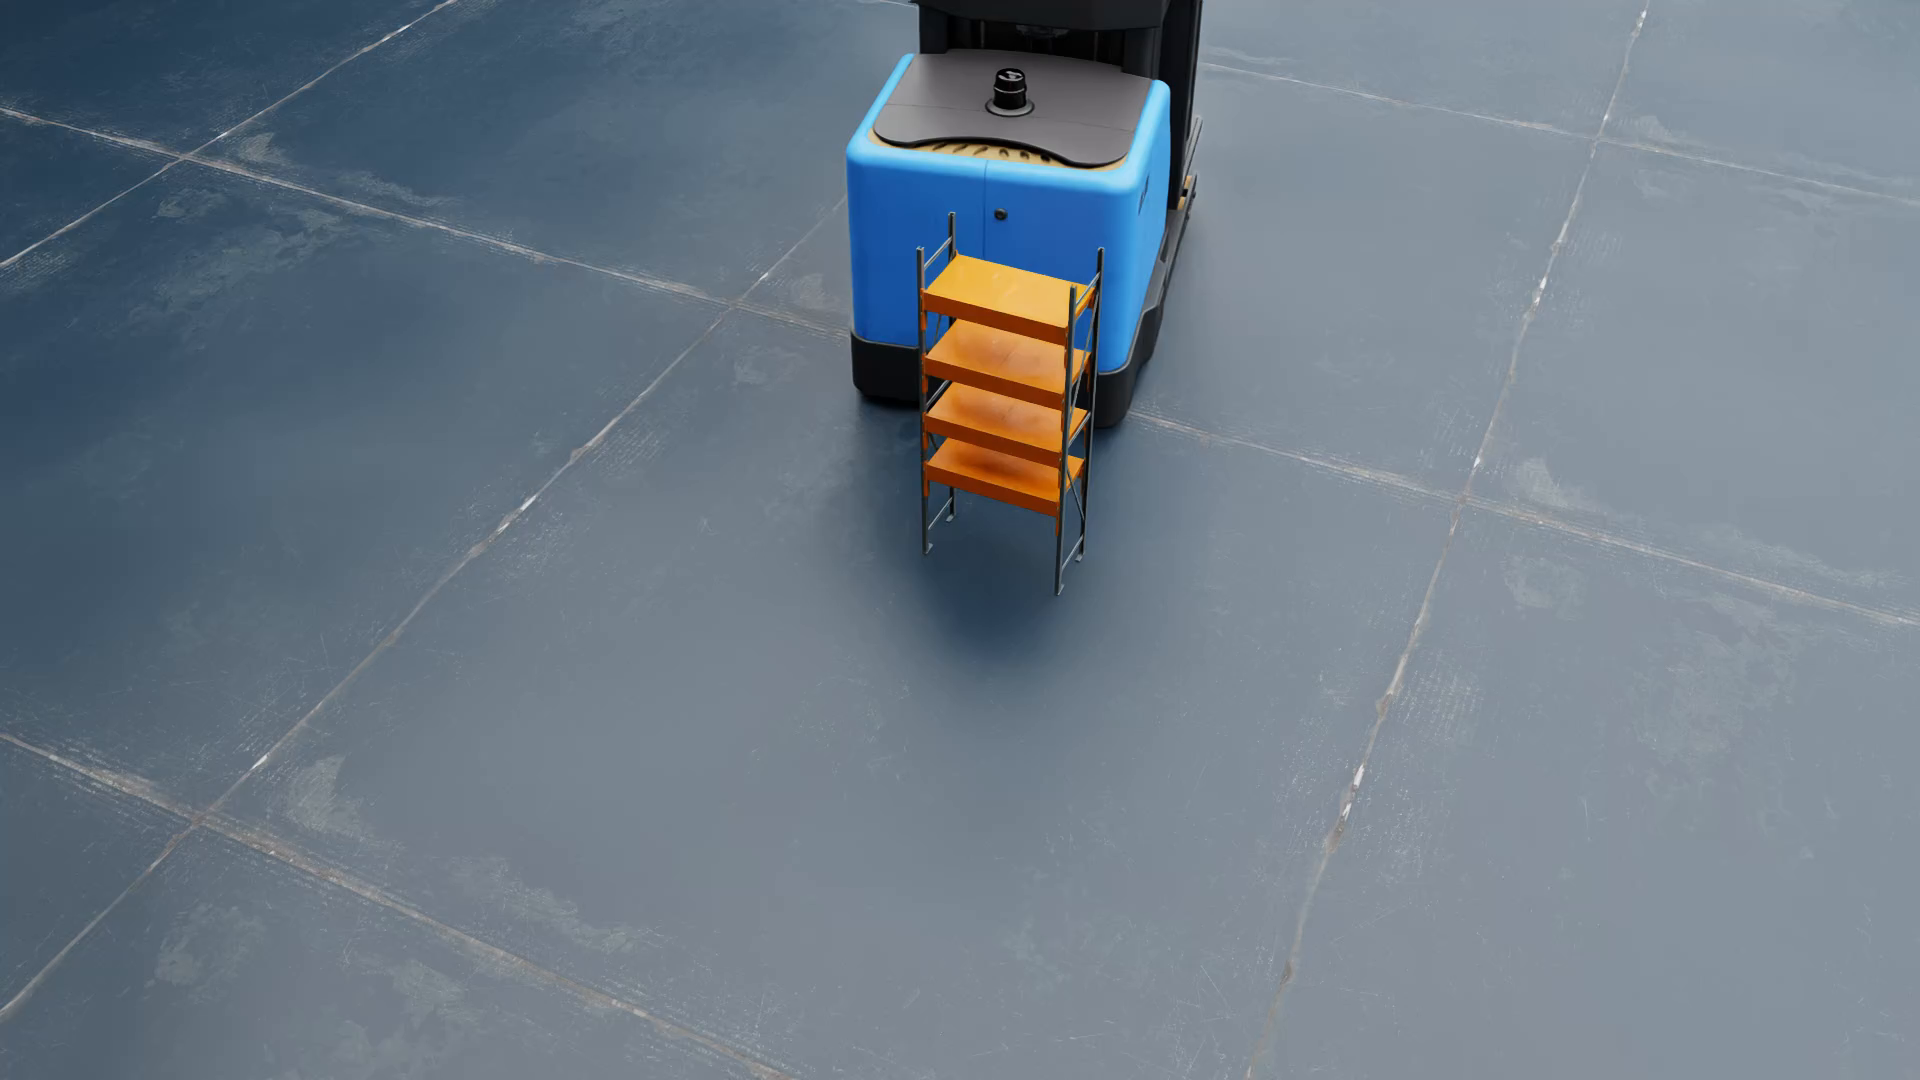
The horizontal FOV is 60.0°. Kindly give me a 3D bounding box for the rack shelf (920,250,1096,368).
[{"bbox_3d":[0.150,-0.705,5.047,0.480,0.148,0.258,17,44,19],"label":"rack shelf"}]

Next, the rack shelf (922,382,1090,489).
[{"bbox_3d":[0.150,-0.357,5.348,0.480,0.148,0.258,17,44,19],"label":"rack shelf"}]

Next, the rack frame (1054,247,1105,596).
[{"bbox_3d":[0.371,-0.340,5.226,0.015,1.200,0.240,17,44,19],"label":"rack frame"}]

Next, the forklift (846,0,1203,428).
[{"bbox_3d":[0.437,-2.496,6.392,1.130,2.935,3.031,9,42,10],"label":"forklift"}]

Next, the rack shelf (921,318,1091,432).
[{"bbox_3d":[0.150,-0.526,5.202,0.480,0.148,0.258,17,44,19],"label":"rack shelf"}]

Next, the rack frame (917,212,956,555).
[{"bbox_3d":[-0.071,-0.475,5.382,0.015,1.200,0.240,17,44,19],"label":"rack frame"}]

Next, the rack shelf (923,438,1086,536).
[{"bbox_3d":[0.150,-0.207,5.478,0.480,0.148,0.258,17,44,19],"label":"rack shelf"}]

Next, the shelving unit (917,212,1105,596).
[{"bbox_3d":[0.150,-0.408,5.304,0.503,1.200,0.258,17,44,19],"label":"shelving unit"}]
